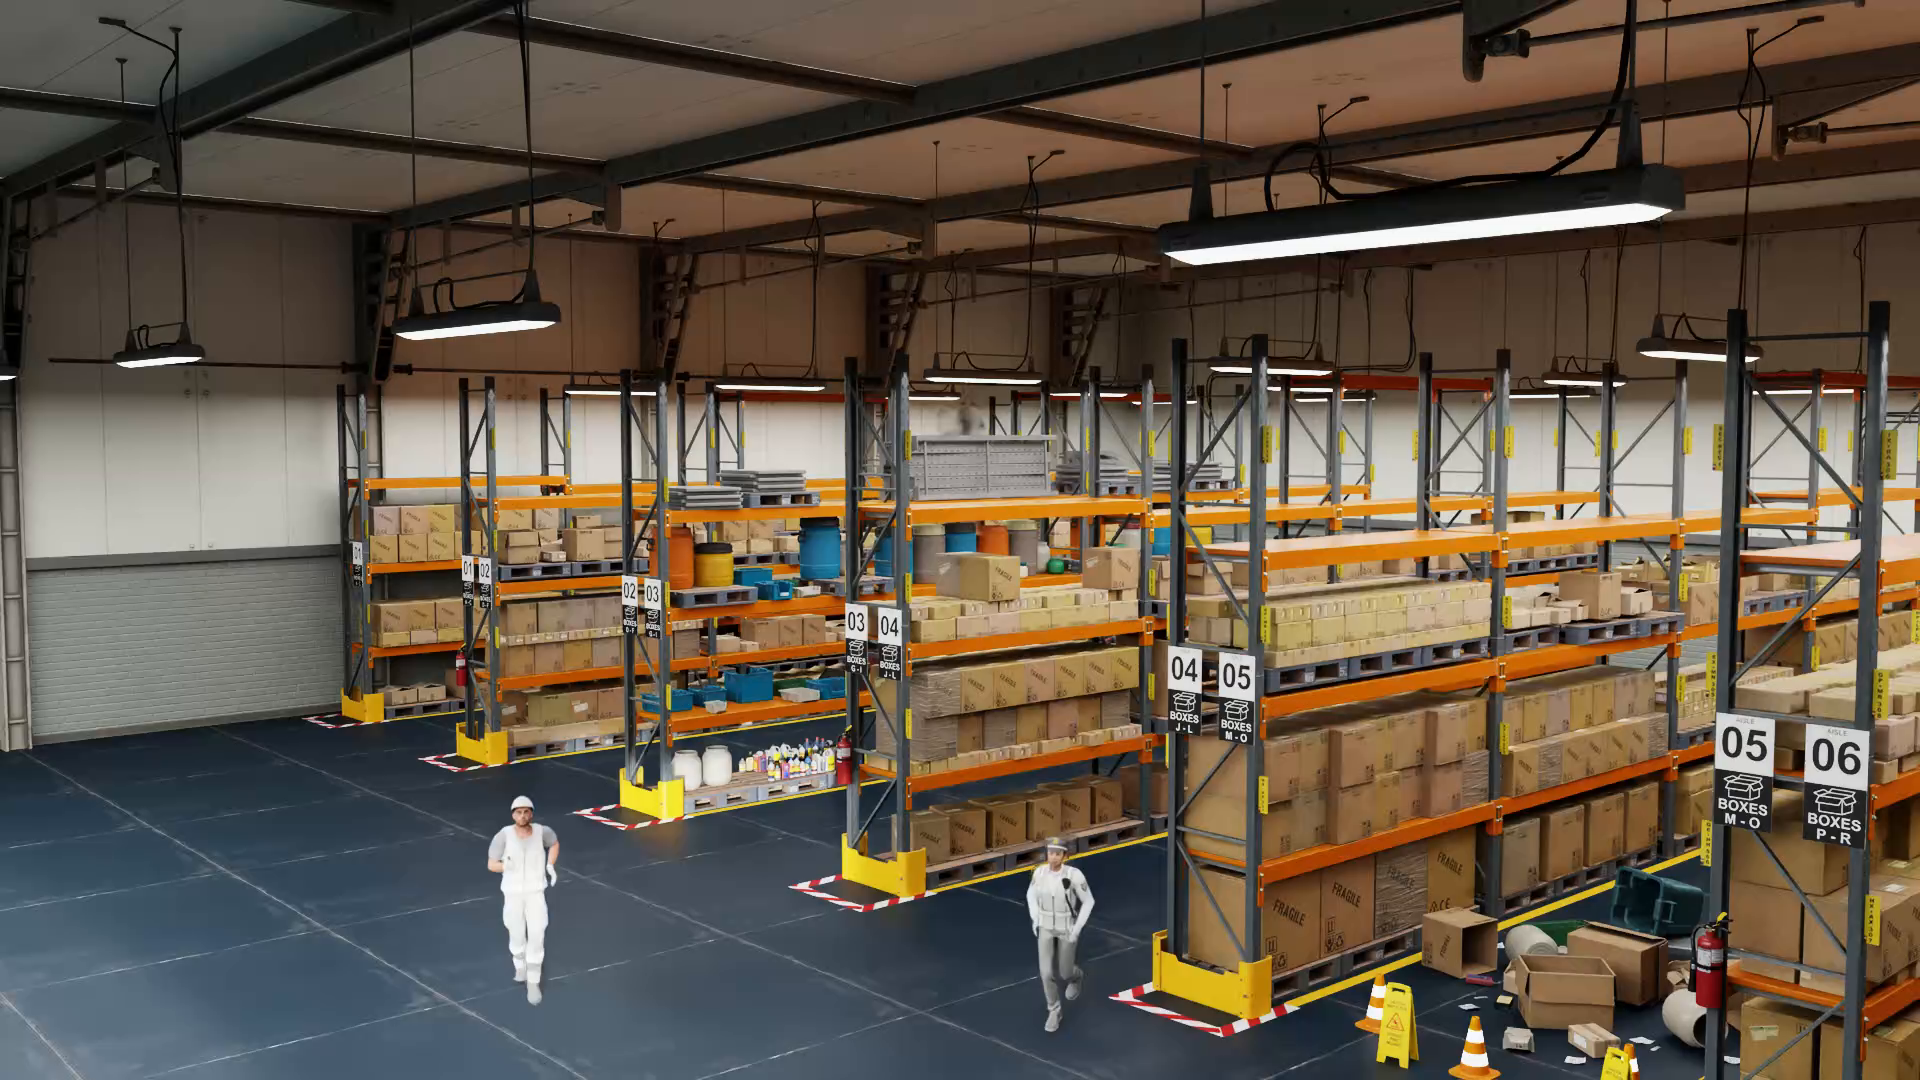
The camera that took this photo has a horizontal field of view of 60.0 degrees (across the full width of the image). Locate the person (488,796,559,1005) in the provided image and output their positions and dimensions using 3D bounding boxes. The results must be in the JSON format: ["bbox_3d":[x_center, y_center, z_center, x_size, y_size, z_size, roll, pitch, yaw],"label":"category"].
[{"bbox_3d":[-3.995,3.254,15.246,0.632,1.832,0.765,-1,4,-14],"label":"person"}]

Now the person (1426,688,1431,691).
[{"bbox_3d":[6.426,2.848,23.008,0.518,1.616,0.783,4,5,44],"label":"person"}]

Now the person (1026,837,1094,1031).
[{"bbox_3d":[0.877,3.387,14.589,0.620,1.663,0.683,1,4,16],"label":"person"}]
